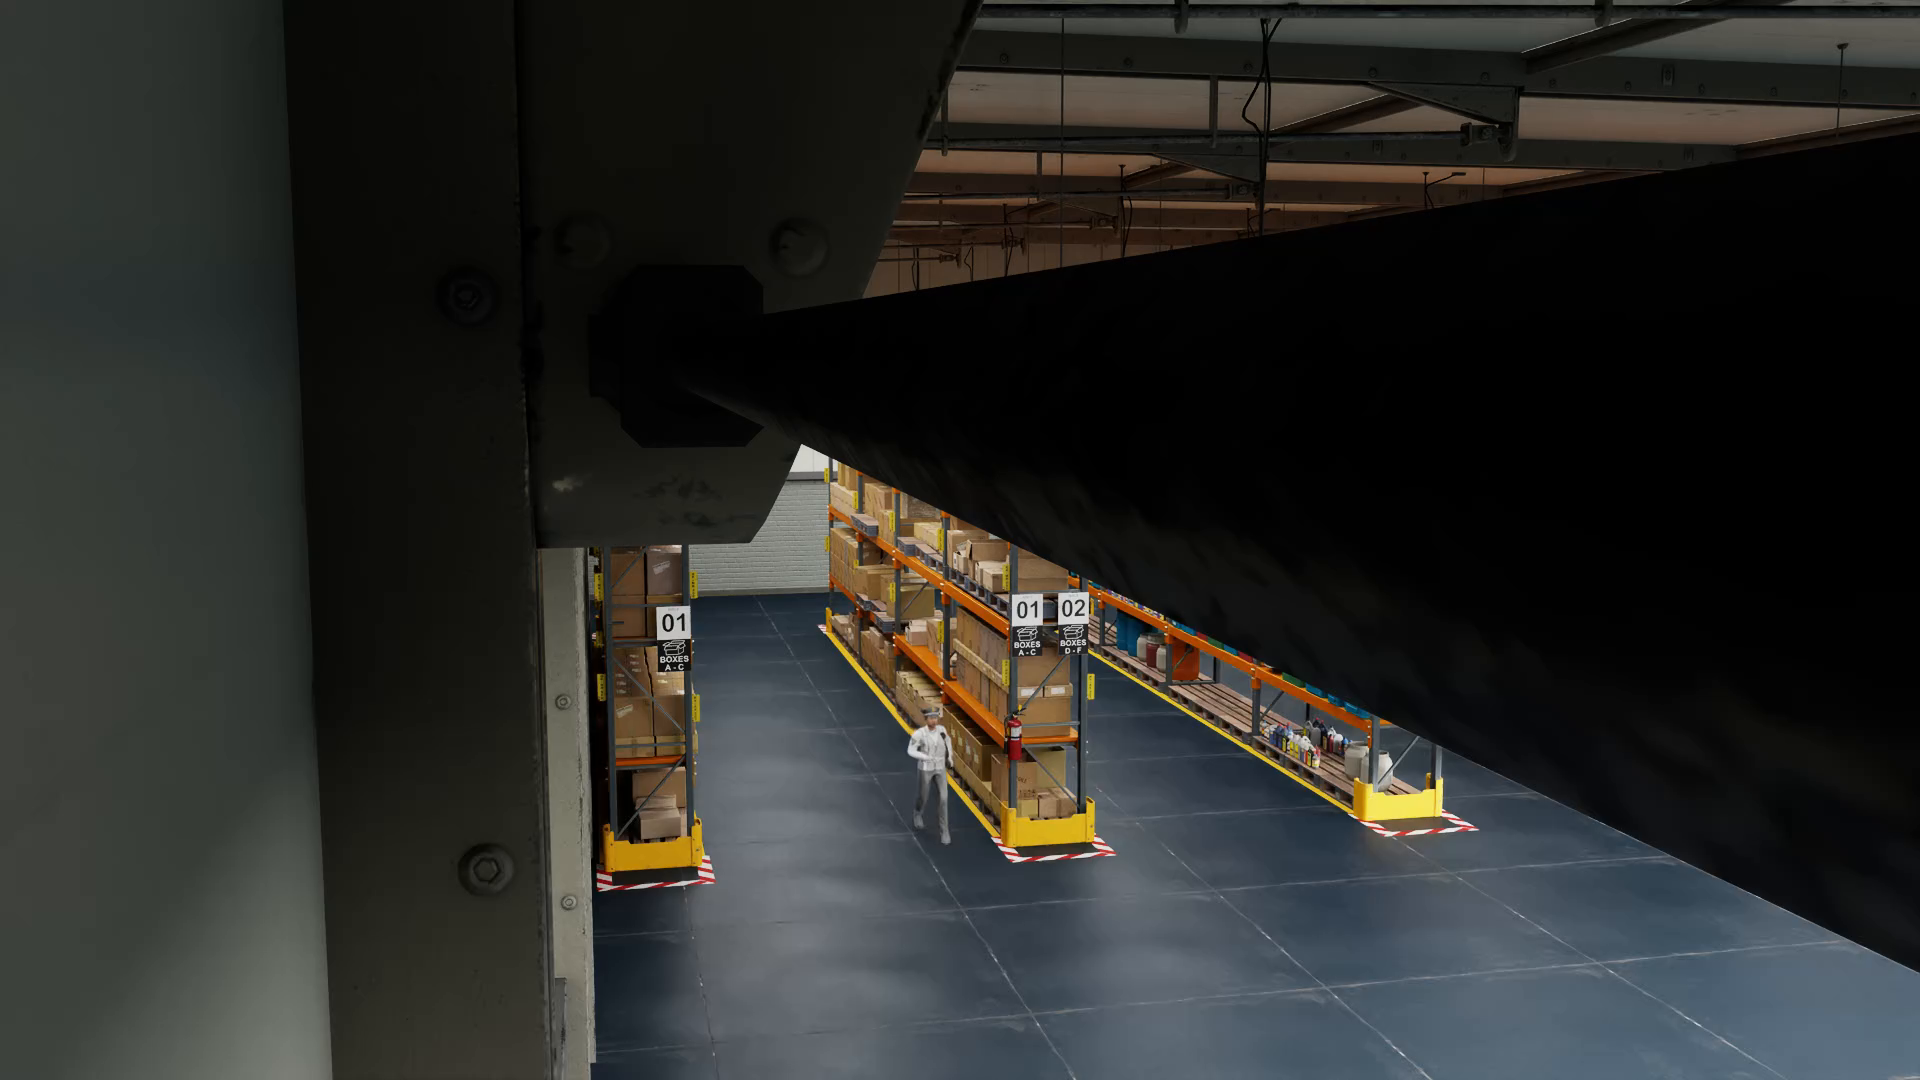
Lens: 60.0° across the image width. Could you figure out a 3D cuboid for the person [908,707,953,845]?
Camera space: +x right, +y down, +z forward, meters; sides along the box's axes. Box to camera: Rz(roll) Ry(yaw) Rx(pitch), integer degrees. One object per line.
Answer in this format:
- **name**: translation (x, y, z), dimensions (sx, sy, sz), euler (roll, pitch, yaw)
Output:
- **person**: translation (-0.368, 2.952, 21.292), dimensions (0.643, 1.712, 0.886), euler (-2, 7, -19)
